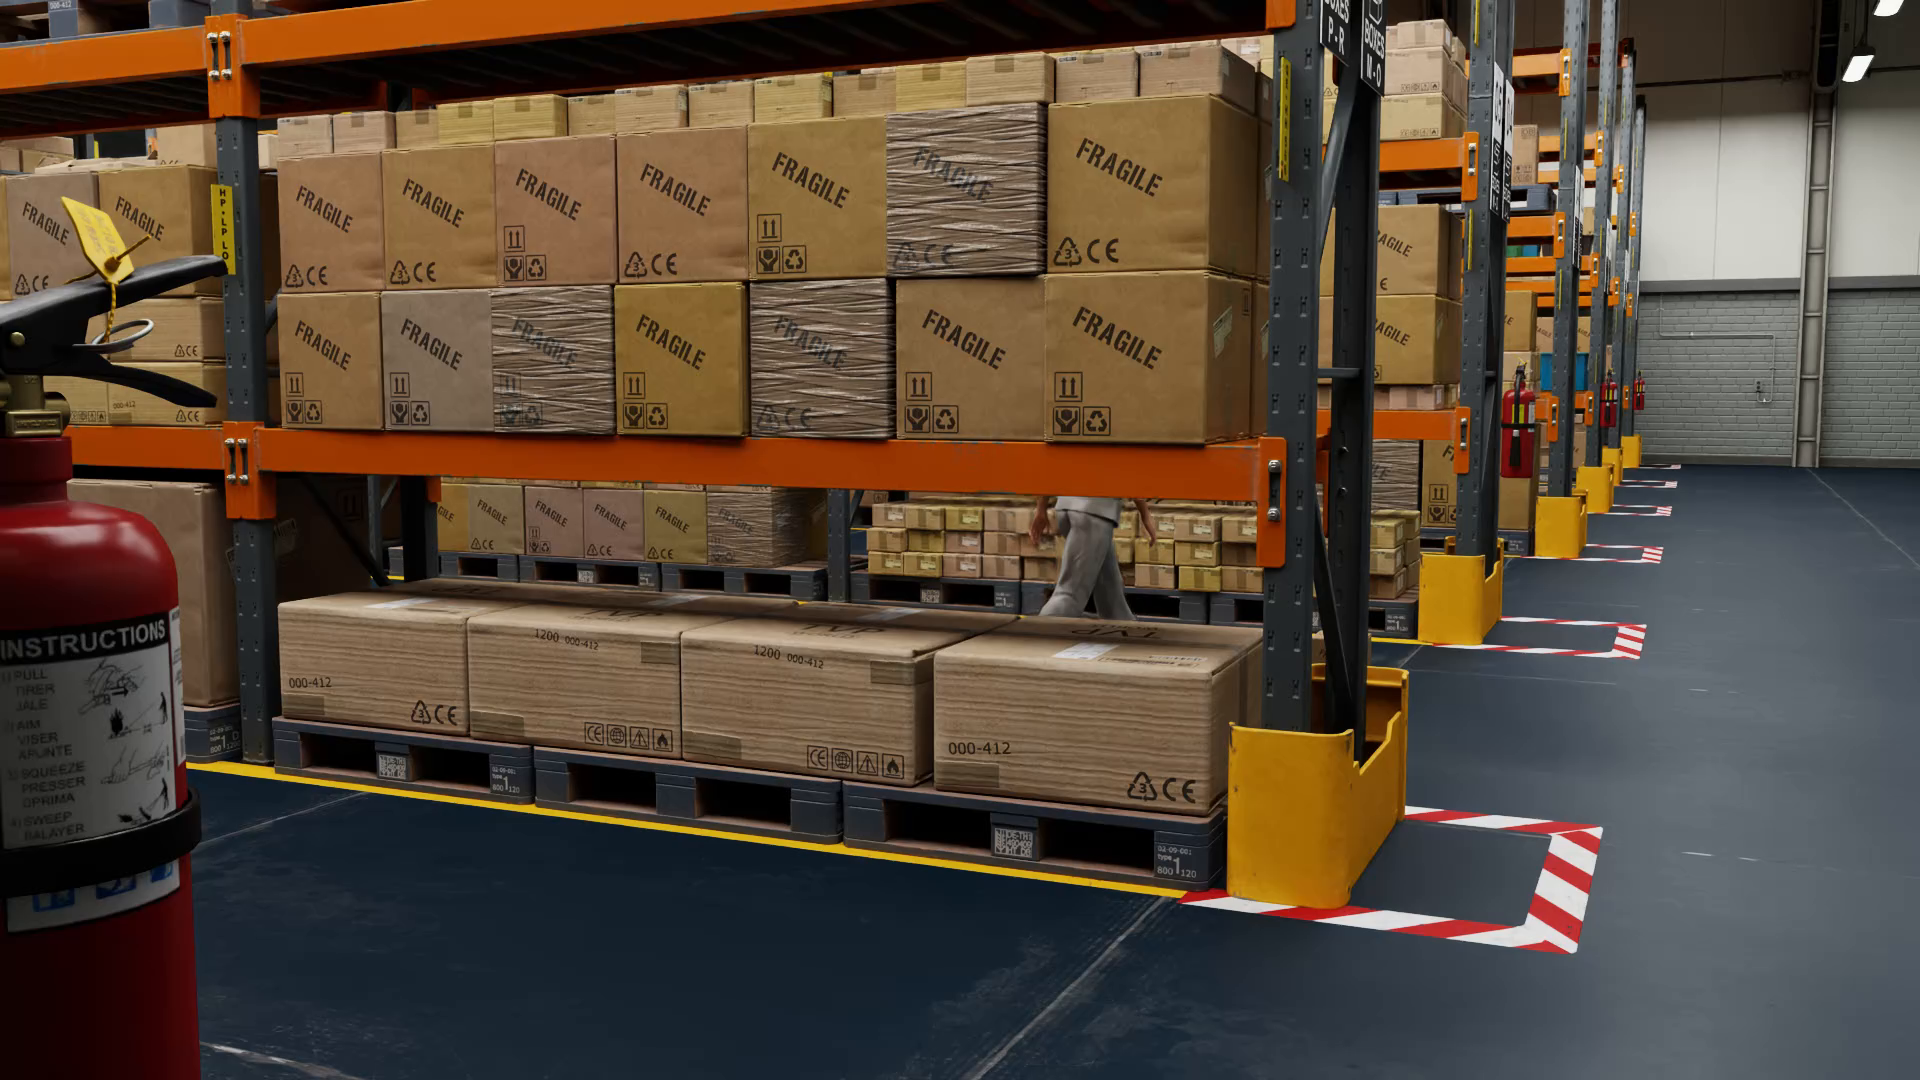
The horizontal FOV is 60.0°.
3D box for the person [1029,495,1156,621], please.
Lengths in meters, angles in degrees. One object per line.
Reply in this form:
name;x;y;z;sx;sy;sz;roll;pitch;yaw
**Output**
person;0.659;-0.103;7.722;1.013;1.606;0.474;-3;7;-32
